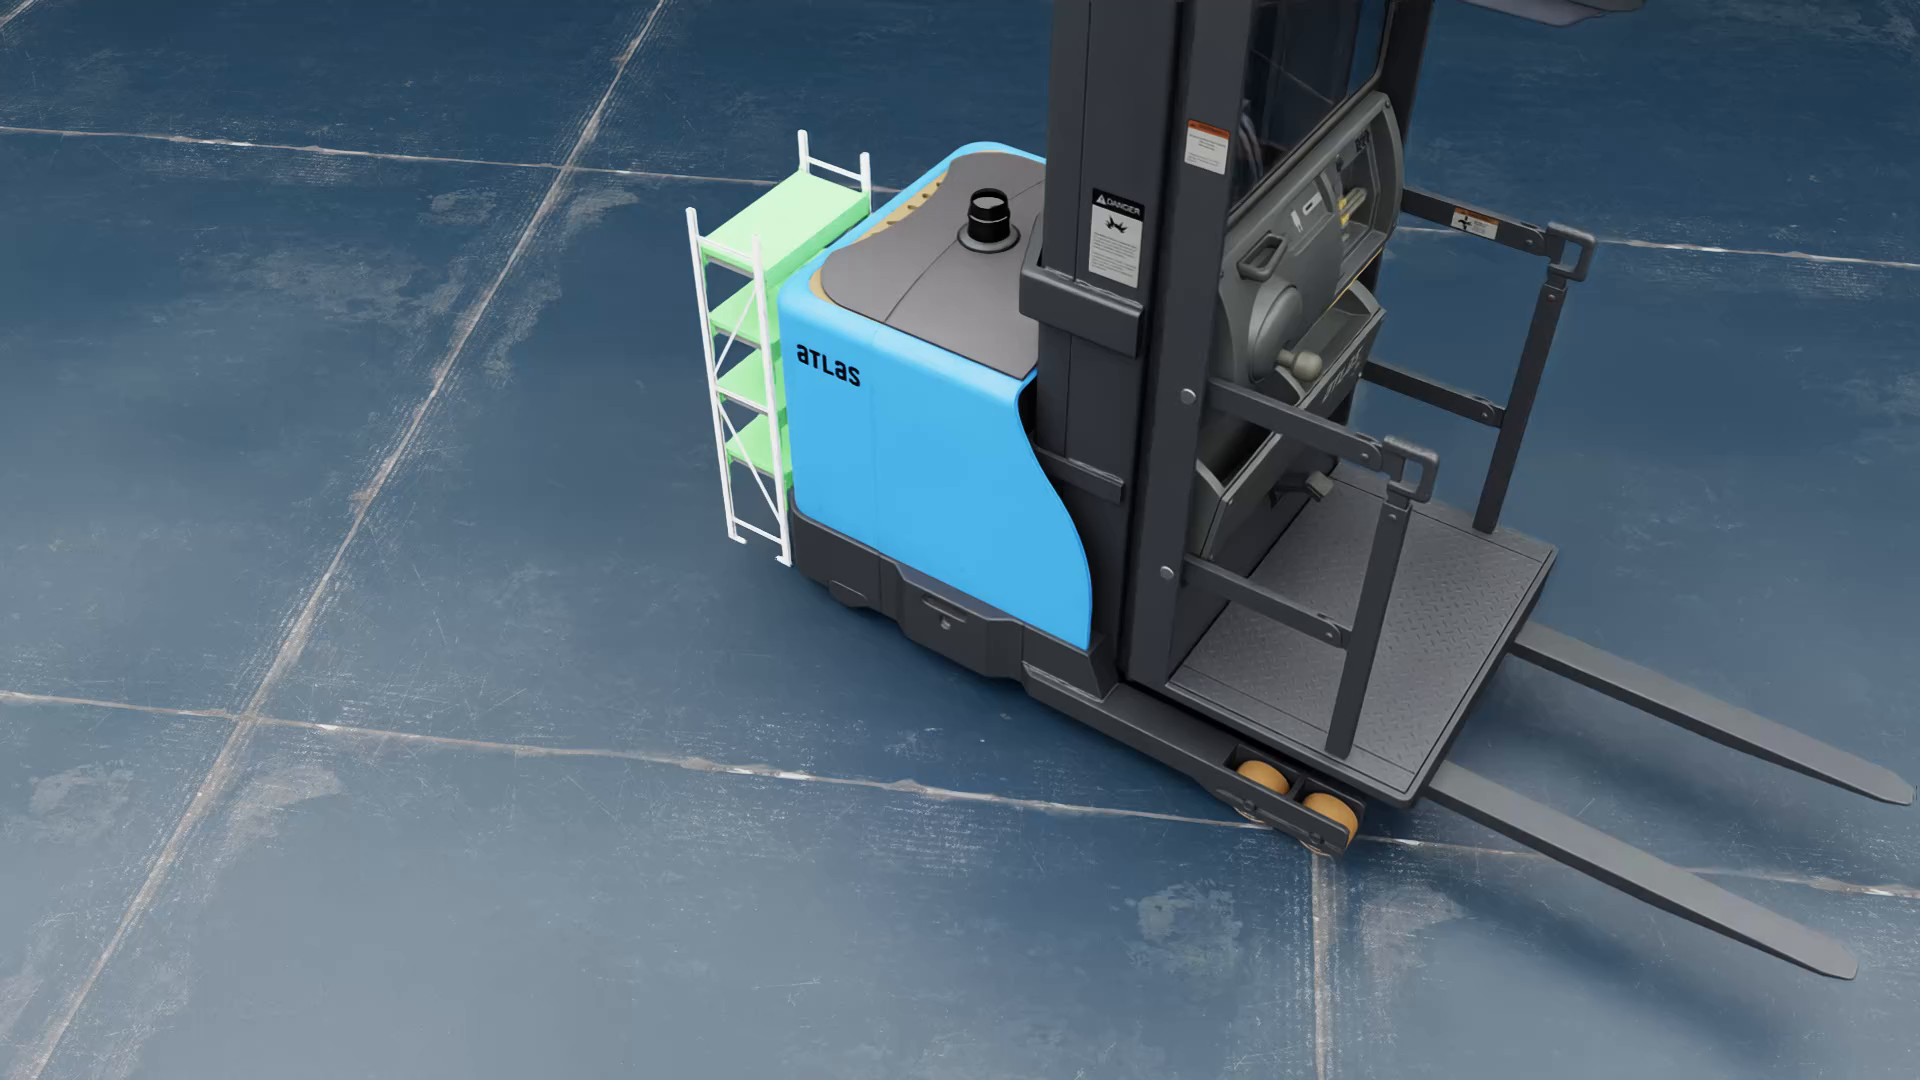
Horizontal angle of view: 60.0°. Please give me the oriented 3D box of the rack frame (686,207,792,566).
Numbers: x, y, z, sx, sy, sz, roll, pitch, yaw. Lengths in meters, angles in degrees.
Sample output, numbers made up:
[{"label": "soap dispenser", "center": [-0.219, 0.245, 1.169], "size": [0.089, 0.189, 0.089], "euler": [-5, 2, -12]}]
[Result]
[{"label": "rack frame", "center": [-0.627, -0.404, 4.804], "size": [0.240, 1.200, 0.015], "euler": [24, 49, 24]}]

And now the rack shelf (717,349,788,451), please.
[{"label": "rack shelf", "center": [-0.492, -0.497, 4.996], "size": [0.258, 0.148, 0.480], "euler": [24, 49, 24]}]

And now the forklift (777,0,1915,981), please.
[{"label": "forklift", "center": [1.002, -0.656, 3.811], "size": [3.031, 2.935, 1.130], "euler": [25, 49, 24]}]

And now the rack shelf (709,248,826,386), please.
[{"label": "rack shelf", "center": [-0.492, -0.672, 4.831], "size": [0.258, 0.148, 0.480], "euler": [24, 49, 24]}]

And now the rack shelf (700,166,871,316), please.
[{"label": "rack shelf", "center": [-0.492, -0.846, 4.666], "size": [0.258, 0.148, 0.480], "euler": [24, 49, 24]}]

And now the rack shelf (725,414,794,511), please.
[{"label": "rack shelf", "center": [-0.492, -0.323, 5.161], "size": [0.258, 0.148, 0.480], "euler": [24, 49, 24]}]

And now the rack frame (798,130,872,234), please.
[{"label": "rack frame", "center": [-0.357, -0.684, 5.099], "size": [0.240, 1.200, 0.015], "euler": [24, 49, 24]}]

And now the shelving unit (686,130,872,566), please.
[{"label": "shelving unit", "center": [-0.492, -0.544, 4.952], "size": [0.258, 1.200, 0.503], "euler": [24, 49, 24]}]
